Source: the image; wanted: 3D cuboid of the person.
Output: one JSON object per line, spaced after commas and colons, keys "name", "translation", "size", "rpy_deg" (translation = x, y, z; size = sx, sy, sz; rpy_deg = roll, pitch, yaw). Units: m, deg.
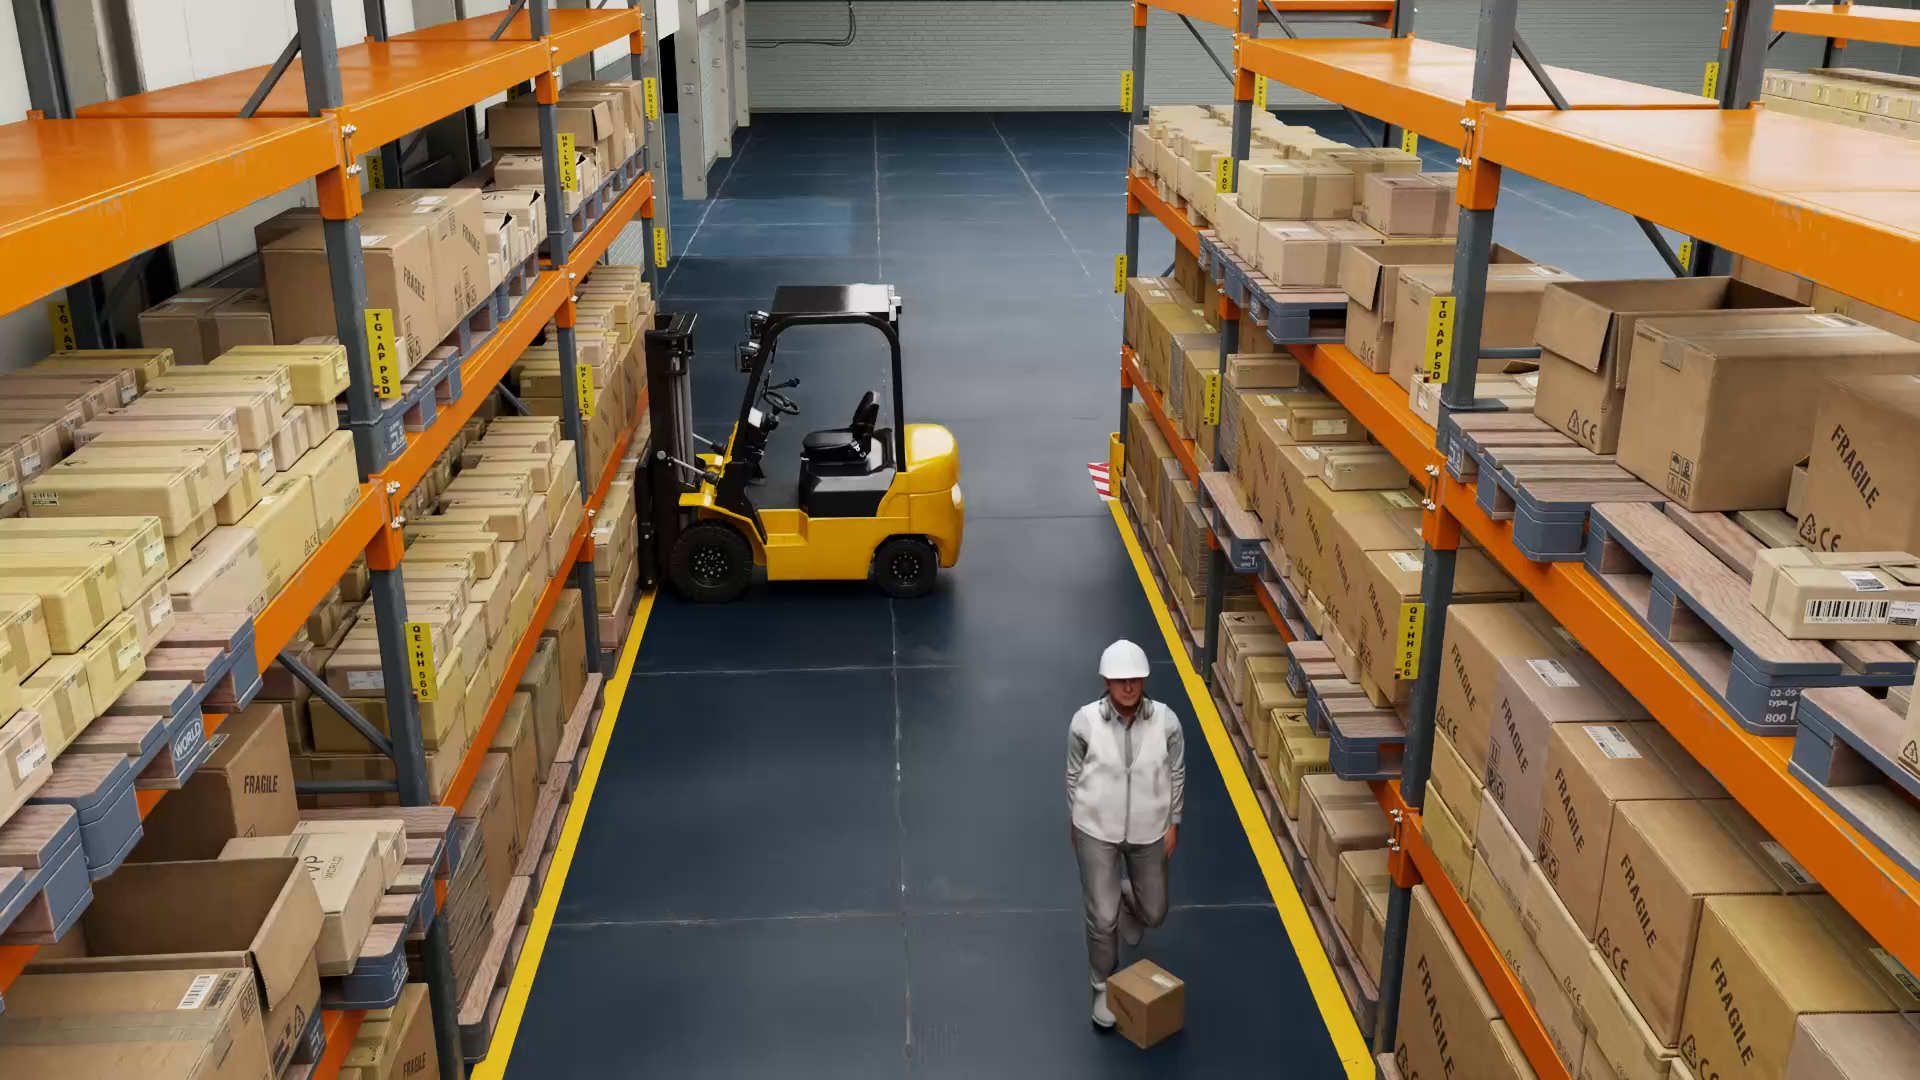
{"name": "person", "translation": [0.747, 1.270, 7.557], "size": [0.536, 1.748, 0.736], "rpy_deg": [-1, 20, -2]}
